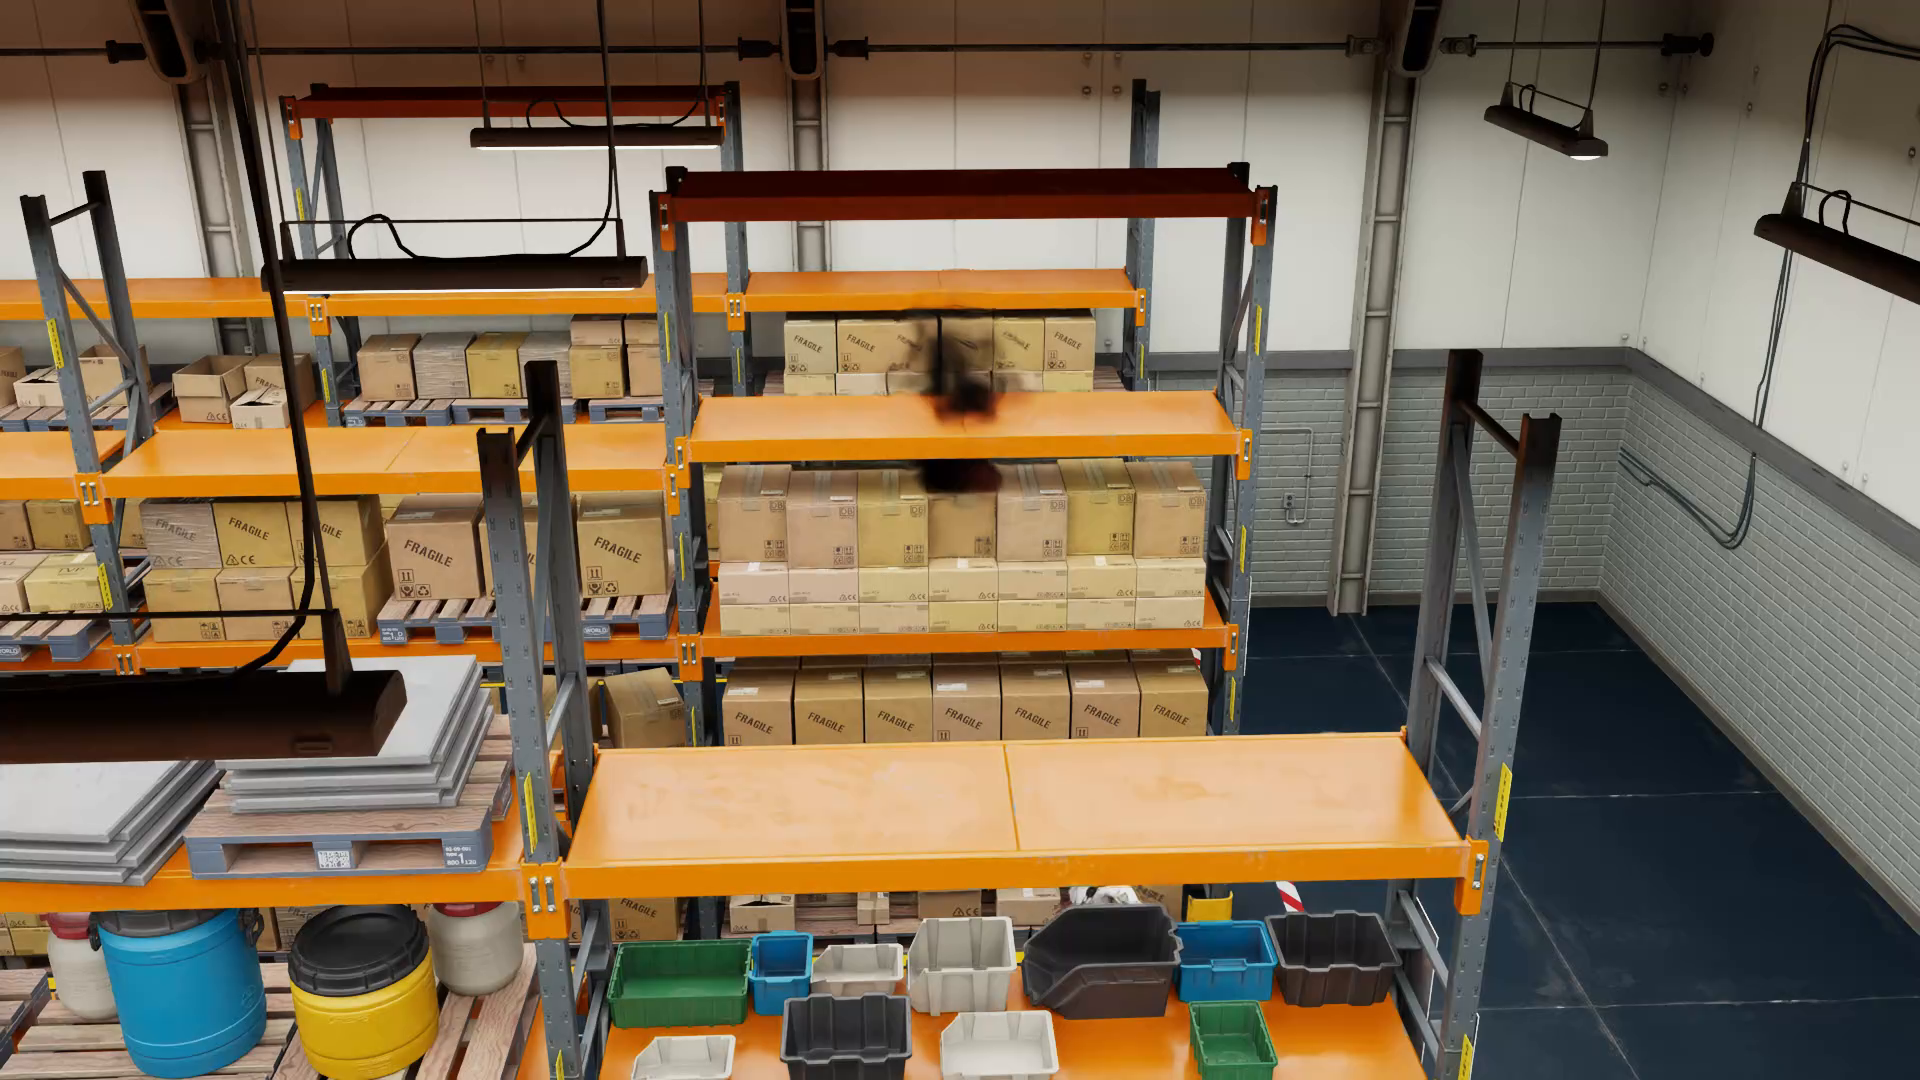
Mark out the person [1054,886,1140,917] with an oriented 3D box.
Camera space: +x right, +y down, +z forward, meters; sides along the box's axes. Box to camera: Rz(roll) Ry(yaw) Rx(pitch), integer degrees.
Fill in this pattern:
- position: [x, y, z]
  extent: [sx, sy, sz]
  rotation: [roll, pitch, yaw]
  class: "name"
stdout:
- position: [0.922, 2.750, 11.453]
  extent: [0.922, 1.727, 0.614]
  rotation: [-3, 22, -7]
  class: "person"
